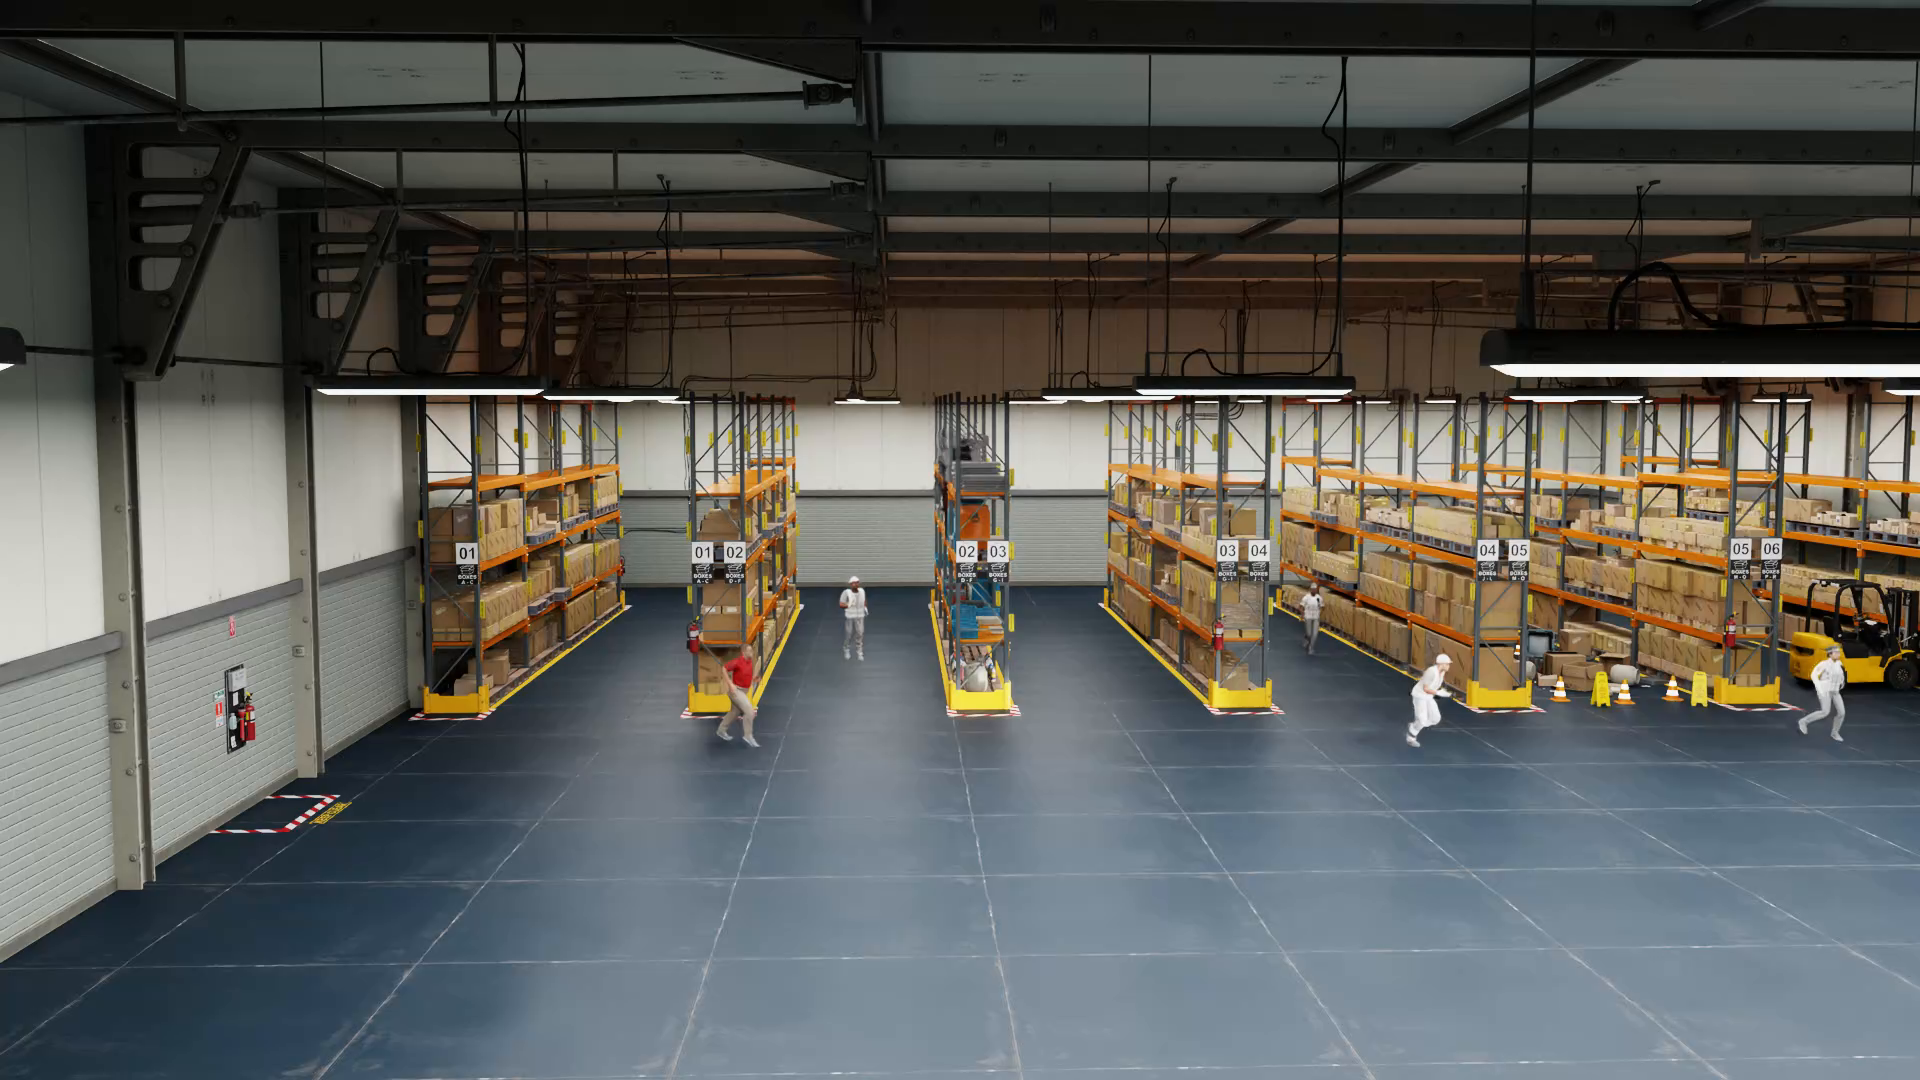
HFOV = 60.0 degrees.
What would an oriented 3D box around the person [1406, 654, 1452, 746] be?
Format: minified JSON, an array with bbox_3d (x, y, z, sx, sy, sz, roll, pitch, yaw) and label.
[{"bbox_3d":[7.904,2.689,27.920,0.828,1.604,0.678,4,6,42],"label":"person"}]

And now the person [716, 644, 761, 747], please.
[{"bbox_3d":[-3.782,2.630,28.166,0.866,1.762,0.674,2,5,18],"label":"person"}]

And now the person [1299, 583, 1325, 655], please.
[{"bbox_3d":[8.185,1.816,38.632,0.588,1.659,0.567,0,5,5],"label":"person"}]

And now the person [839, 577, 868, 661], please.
[{"bbox_3d":[-2.272,1.692,35.686,0.703,1.826,0.880,-2,5,-23],"label":"person"}]

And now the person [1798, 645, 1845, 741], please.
[{"bbox_3d":[14.942,2.618,28.689,0.765,1.662,0.584,-2,5,-24],"label":"person"}]
